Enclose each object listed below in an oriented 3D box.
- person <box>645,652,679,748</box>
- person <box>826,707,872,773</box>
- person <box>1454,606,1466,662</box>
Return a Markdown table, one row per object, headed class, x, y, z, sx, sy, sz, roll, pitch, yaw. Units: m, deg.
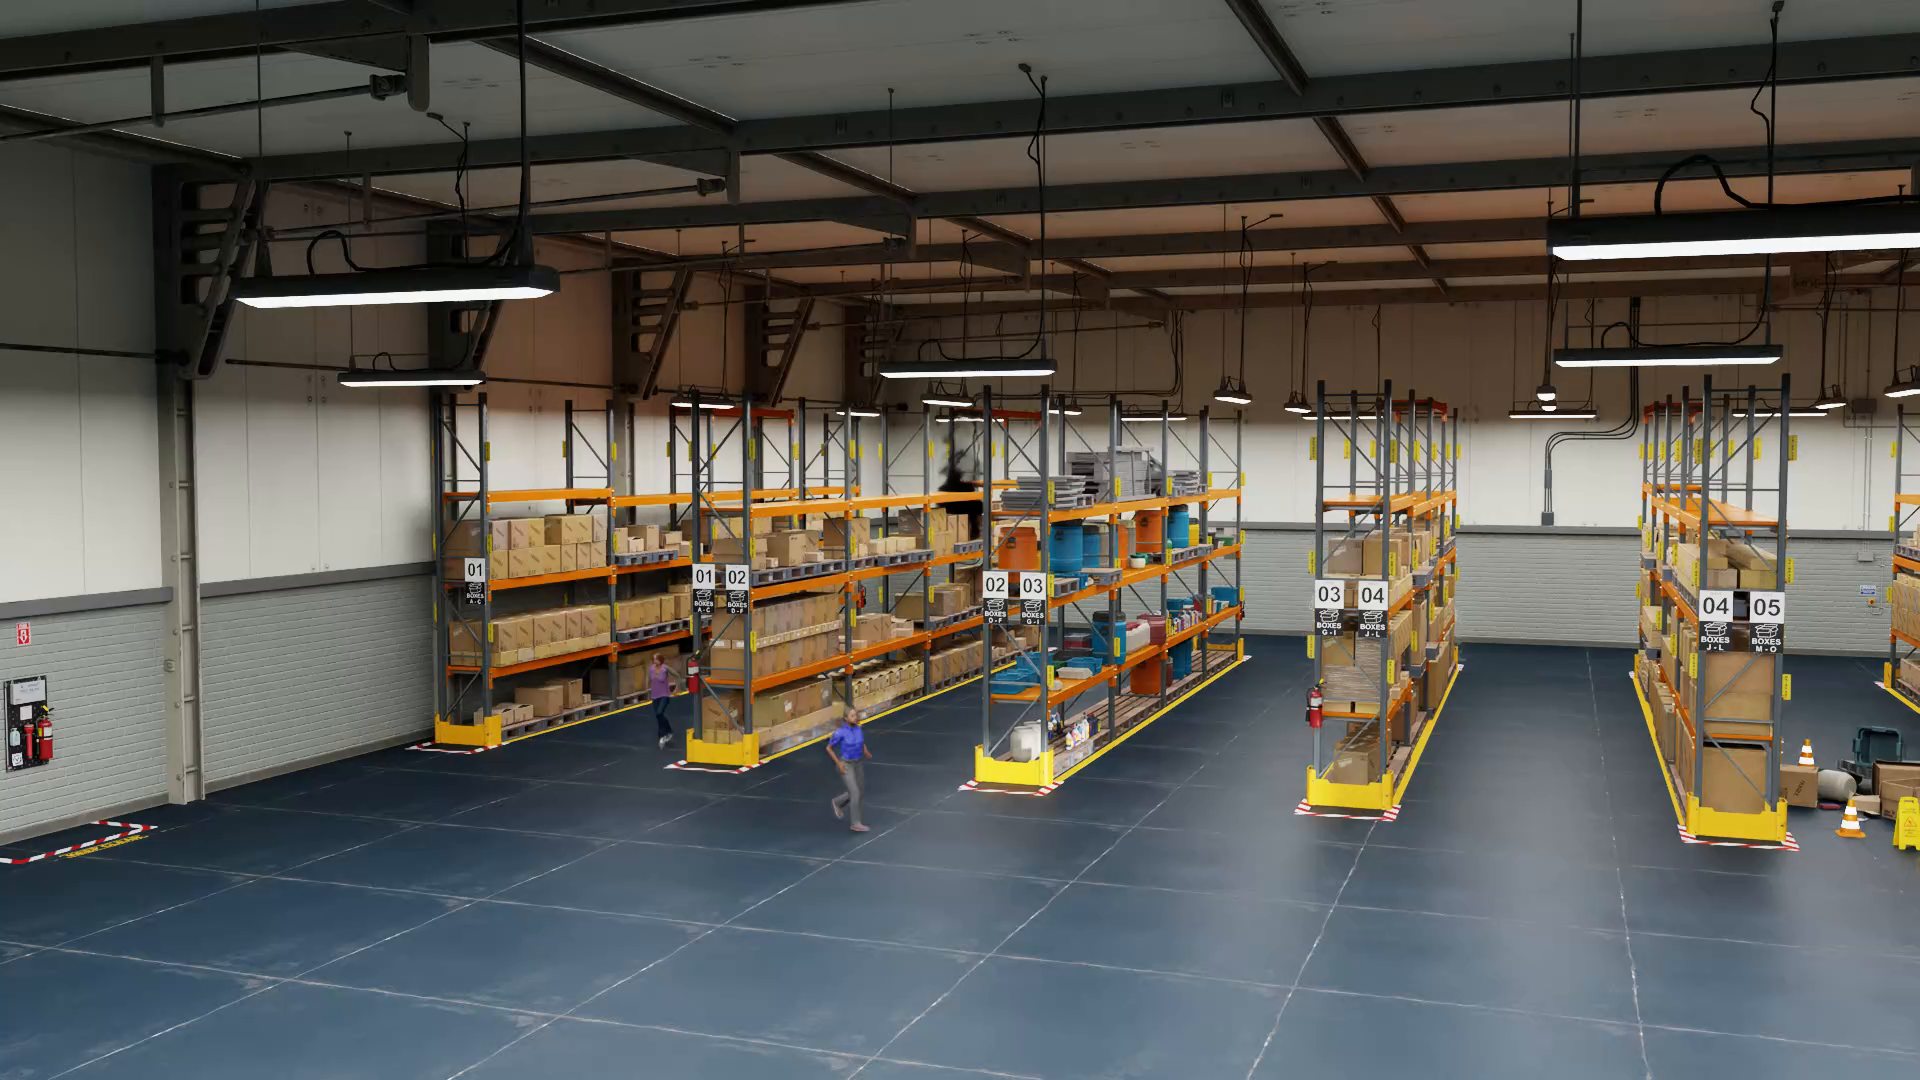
| class | x | y | z | sx | sy | sz | roll | pitch | yaw |
| --- | --- | --- | --- | --- | --- | --- | --- | --- | --- |
| person | -5.085 | 2.710 | 28.310 | 0.528 | 1.602 | 0.747 | 1 | 3 | 20 |
| person | -1.400 | 2.631 | 21.891 | 0.504 | 0.841 | 0.576 | 3 | 4 | 42 |
| person | 11.696 | 2.066 | 39.652 | 0.711 | 1.655 | 0.498 | 3 | 4 | 44 |
